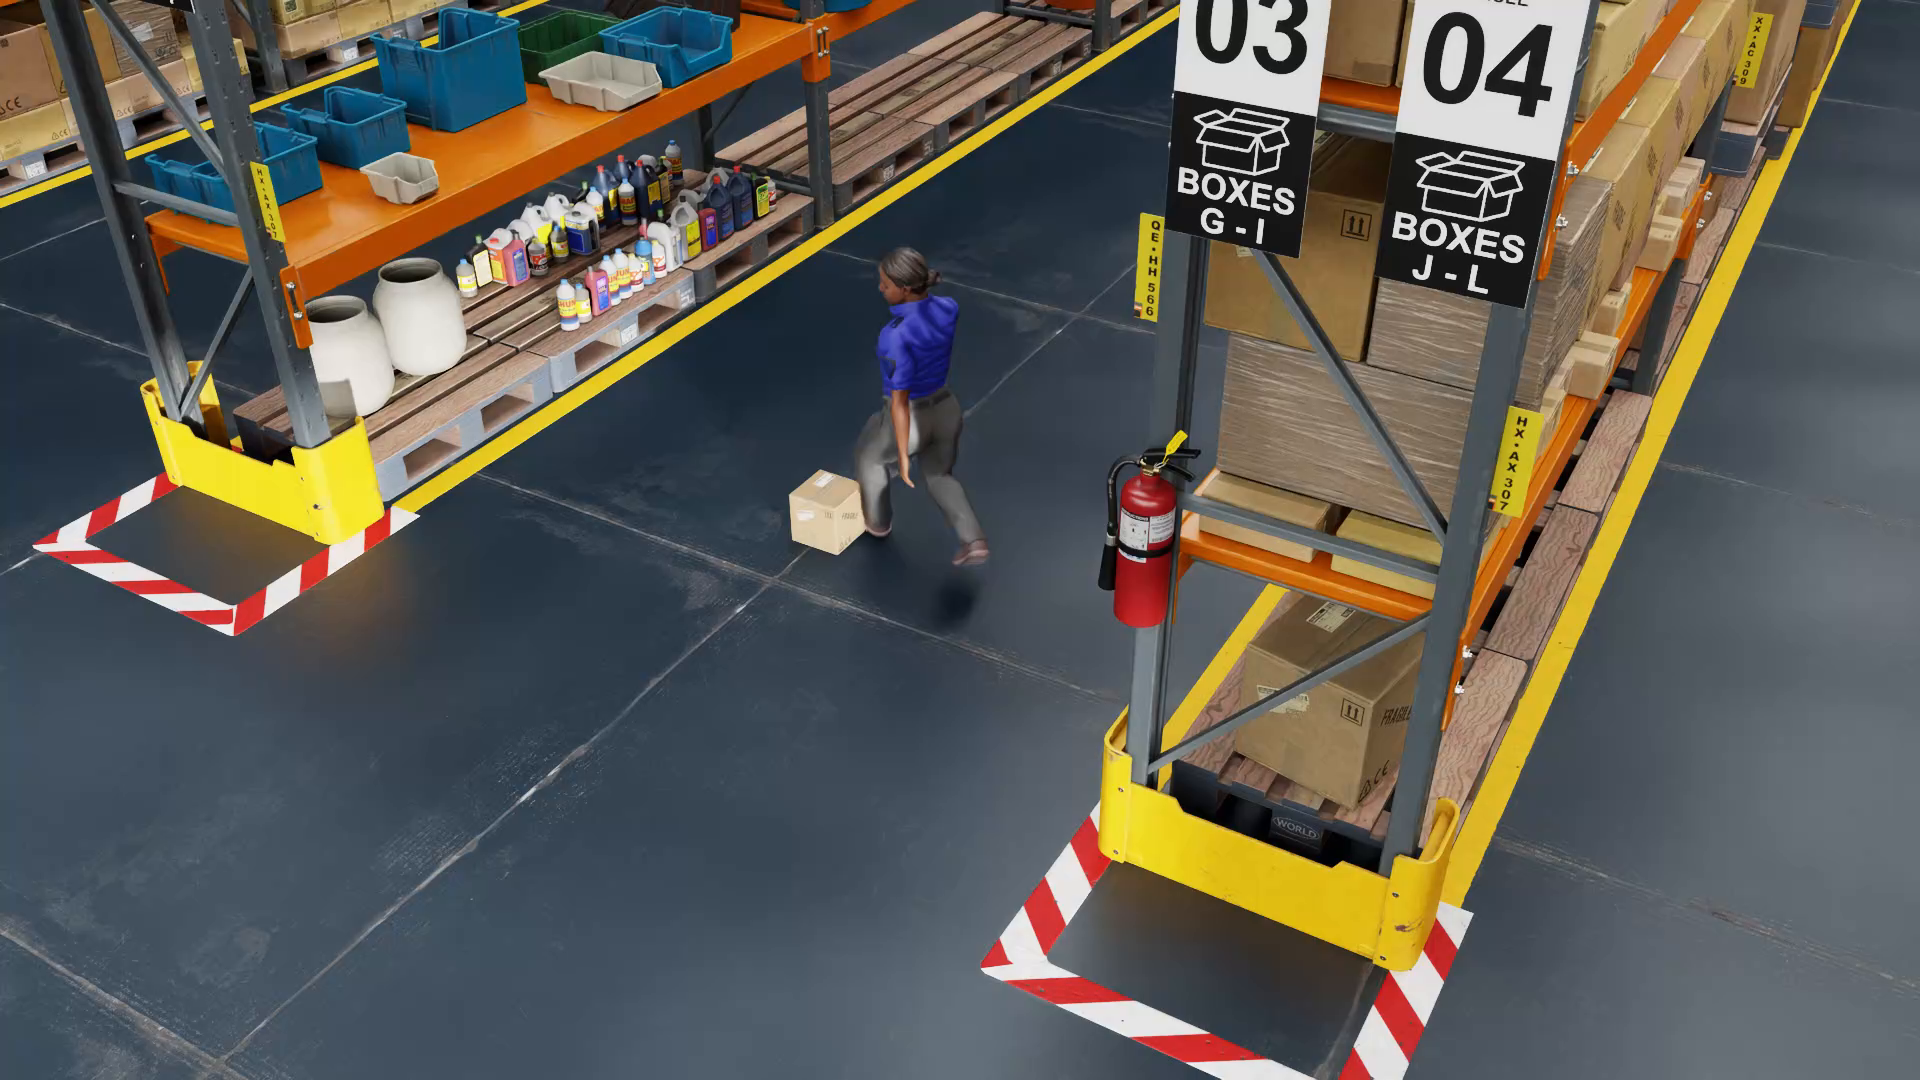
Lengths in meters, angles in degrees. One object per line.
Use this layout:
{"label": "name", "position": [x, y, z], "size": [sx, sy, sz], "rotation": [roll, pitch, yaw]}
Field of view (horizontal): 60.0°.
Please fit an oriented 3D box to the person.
{"label": "person", "position": [-0.234, -0.563, 7.054], "size": [0.429, 1.541, 0.958], "rotation": [-24, 41, -31]}
